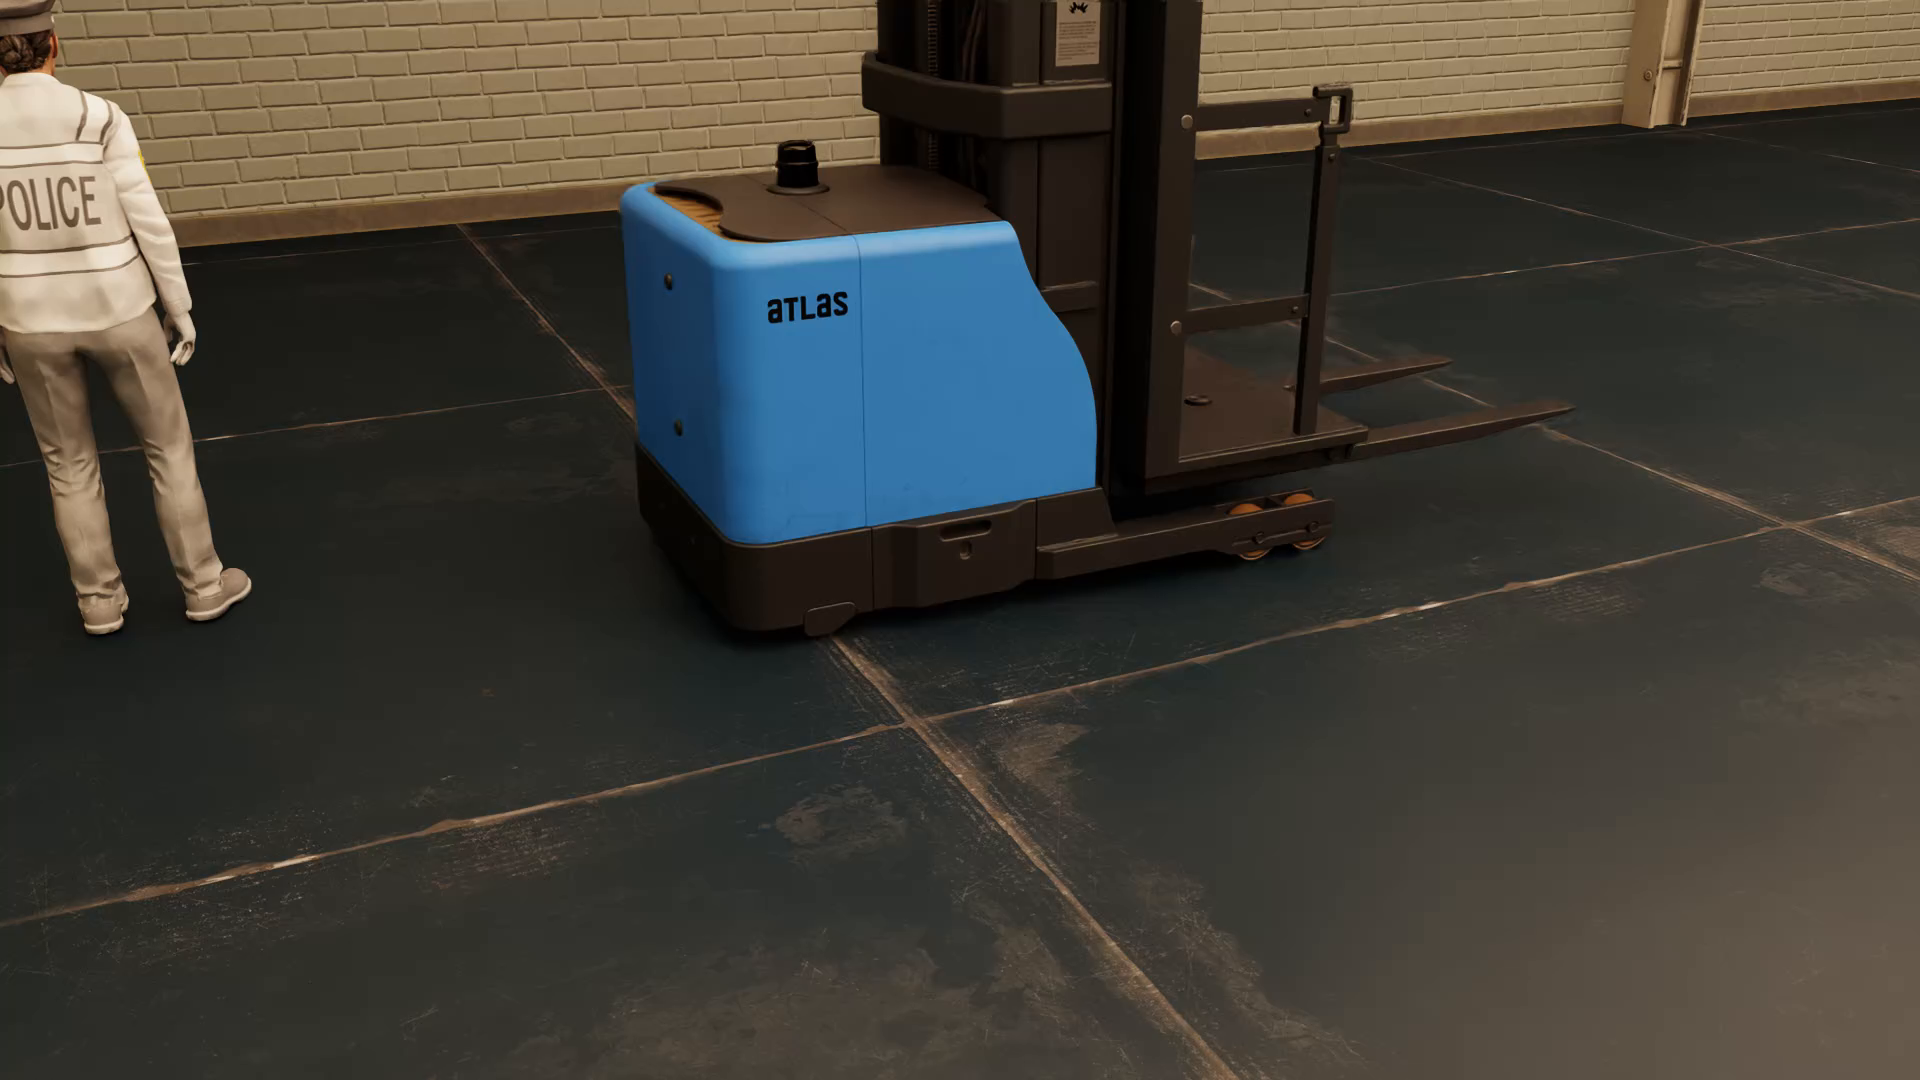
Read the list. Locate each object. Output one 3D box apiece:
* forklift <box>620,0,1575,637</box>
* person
[{"bbox_3d":[0.569,-1.465,4.812,3.031,2.935,1.130,-10,25,-23],"label":"forklift"},{"bbox_3d":[-2.253,-0.555,4.278,0.542,1.662,0.374,-7,24,-17],"label":"person"}]
